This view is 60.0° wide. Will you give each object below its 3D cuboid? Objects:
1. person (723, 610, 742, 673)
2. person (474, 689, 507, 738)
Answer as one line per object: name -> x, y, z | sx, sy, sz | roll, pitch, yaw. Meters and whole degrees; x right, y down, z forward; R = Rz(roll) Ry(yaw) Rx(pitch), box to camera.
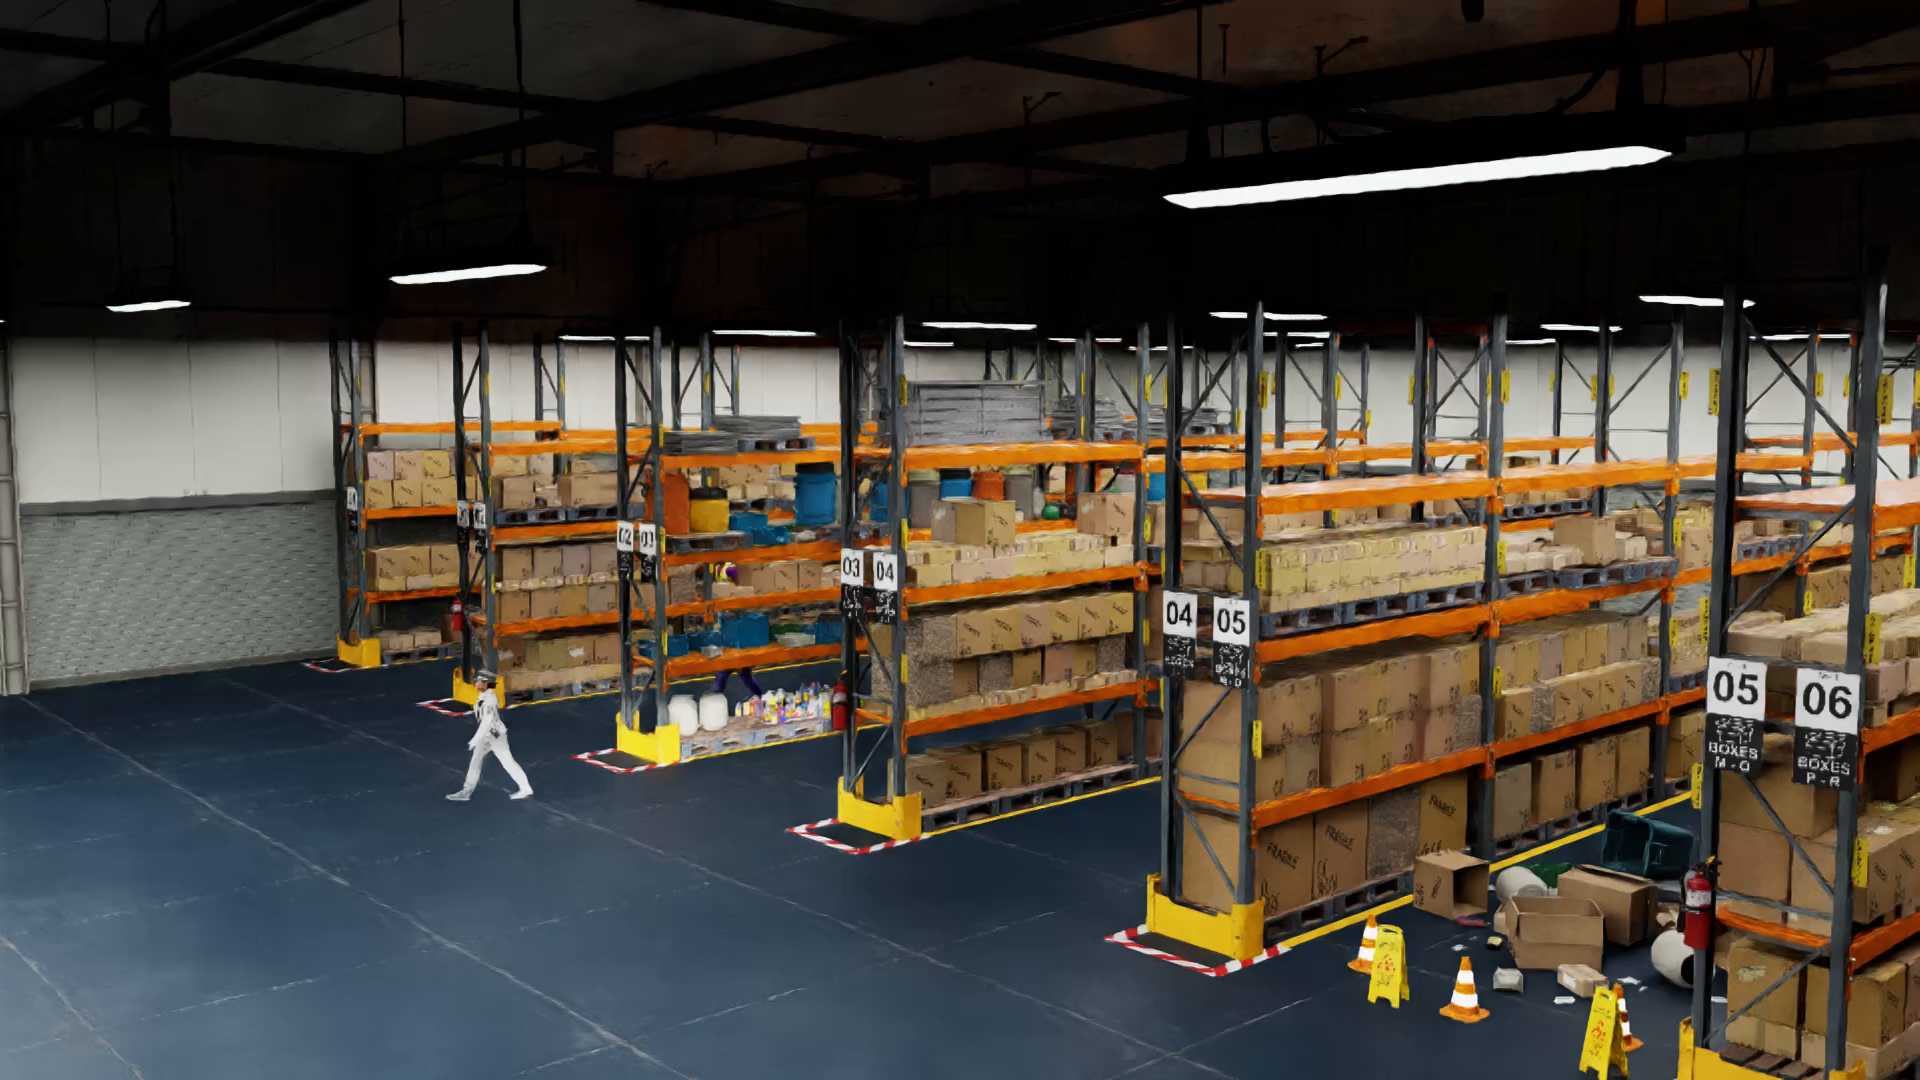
person -> -3.483, 1.549, 25.571 | 0.368, 0.973, 0.478 | -5, 8, -44
person -> -5.688, 2.087, 20.107 | 0.371, 0.569, 0.393 | -4, 7, -32
